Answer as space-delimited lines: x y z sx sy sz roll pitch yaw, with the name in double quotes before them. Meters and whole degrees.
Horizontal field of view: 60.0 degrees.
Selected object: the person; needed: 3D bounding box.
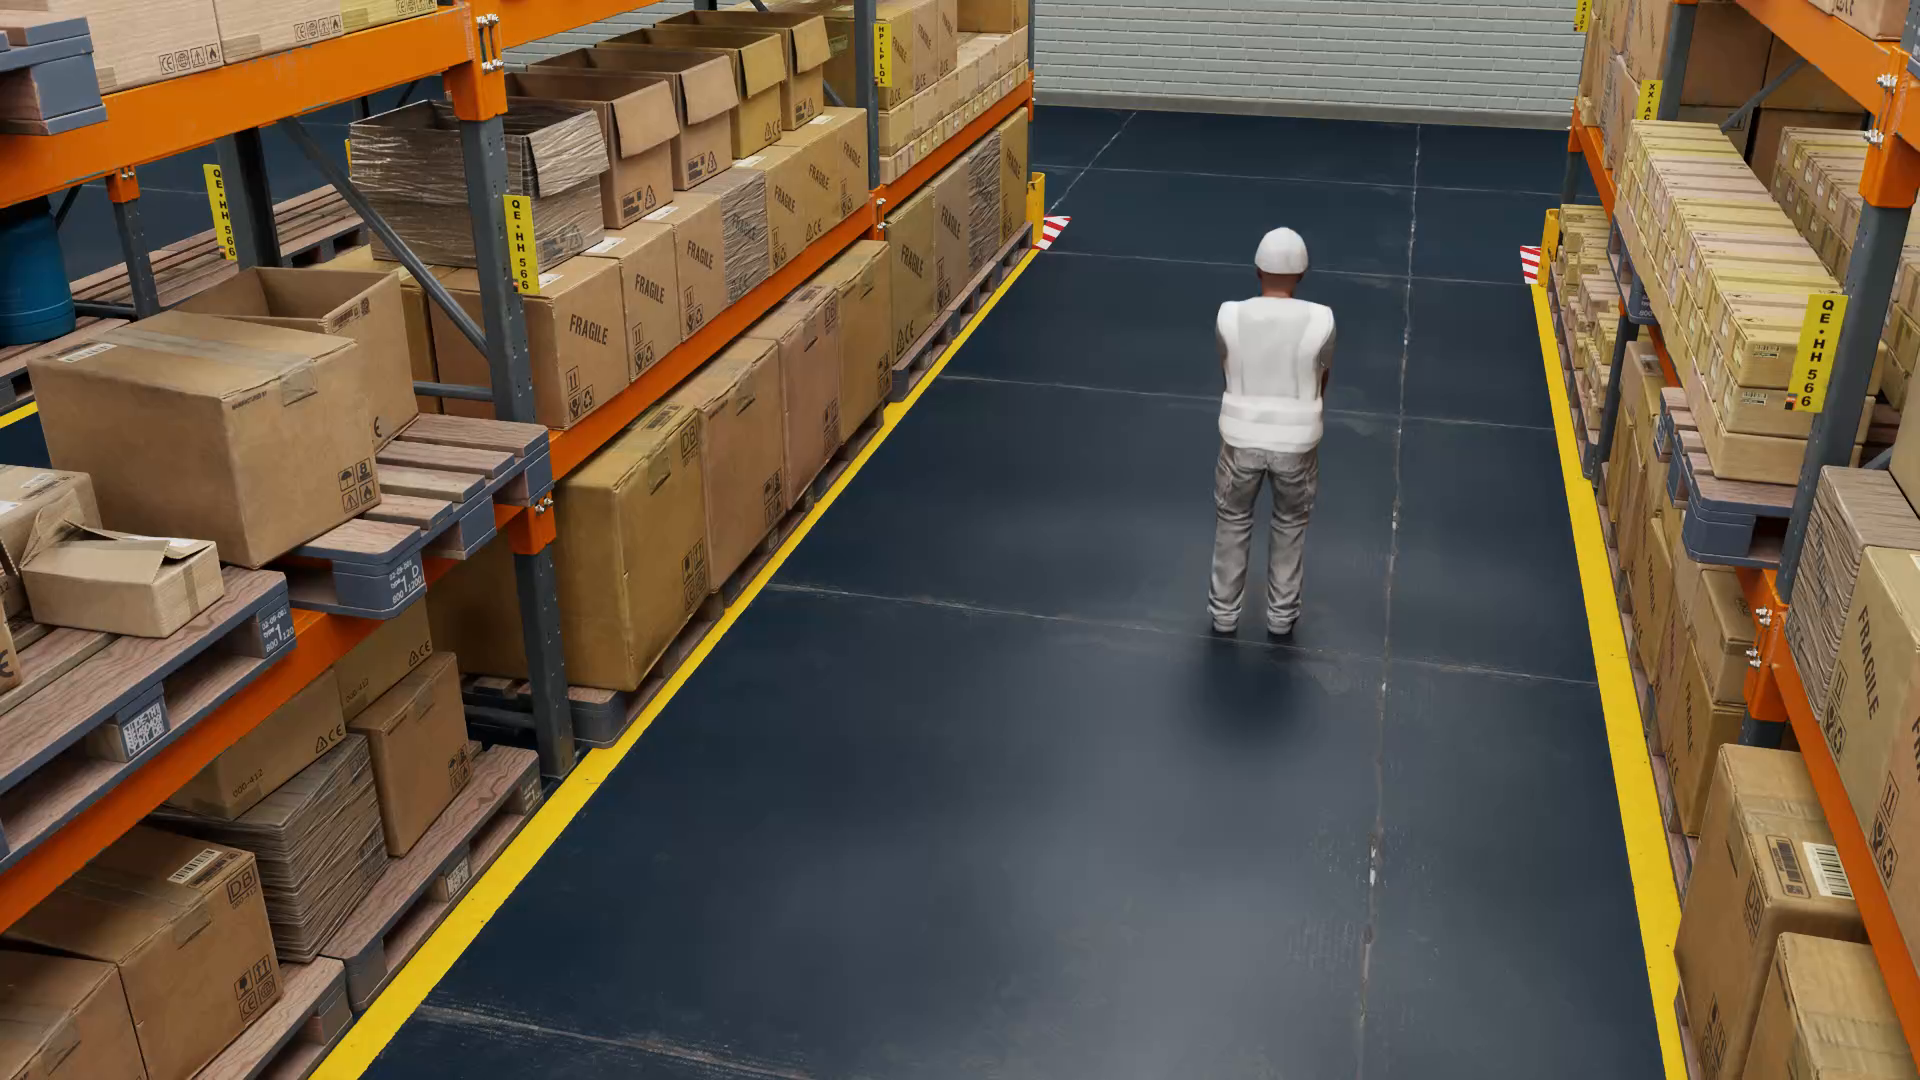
"person" 1.314 -0.469 7.087 0.491 1.781 0.578 6 26 12
